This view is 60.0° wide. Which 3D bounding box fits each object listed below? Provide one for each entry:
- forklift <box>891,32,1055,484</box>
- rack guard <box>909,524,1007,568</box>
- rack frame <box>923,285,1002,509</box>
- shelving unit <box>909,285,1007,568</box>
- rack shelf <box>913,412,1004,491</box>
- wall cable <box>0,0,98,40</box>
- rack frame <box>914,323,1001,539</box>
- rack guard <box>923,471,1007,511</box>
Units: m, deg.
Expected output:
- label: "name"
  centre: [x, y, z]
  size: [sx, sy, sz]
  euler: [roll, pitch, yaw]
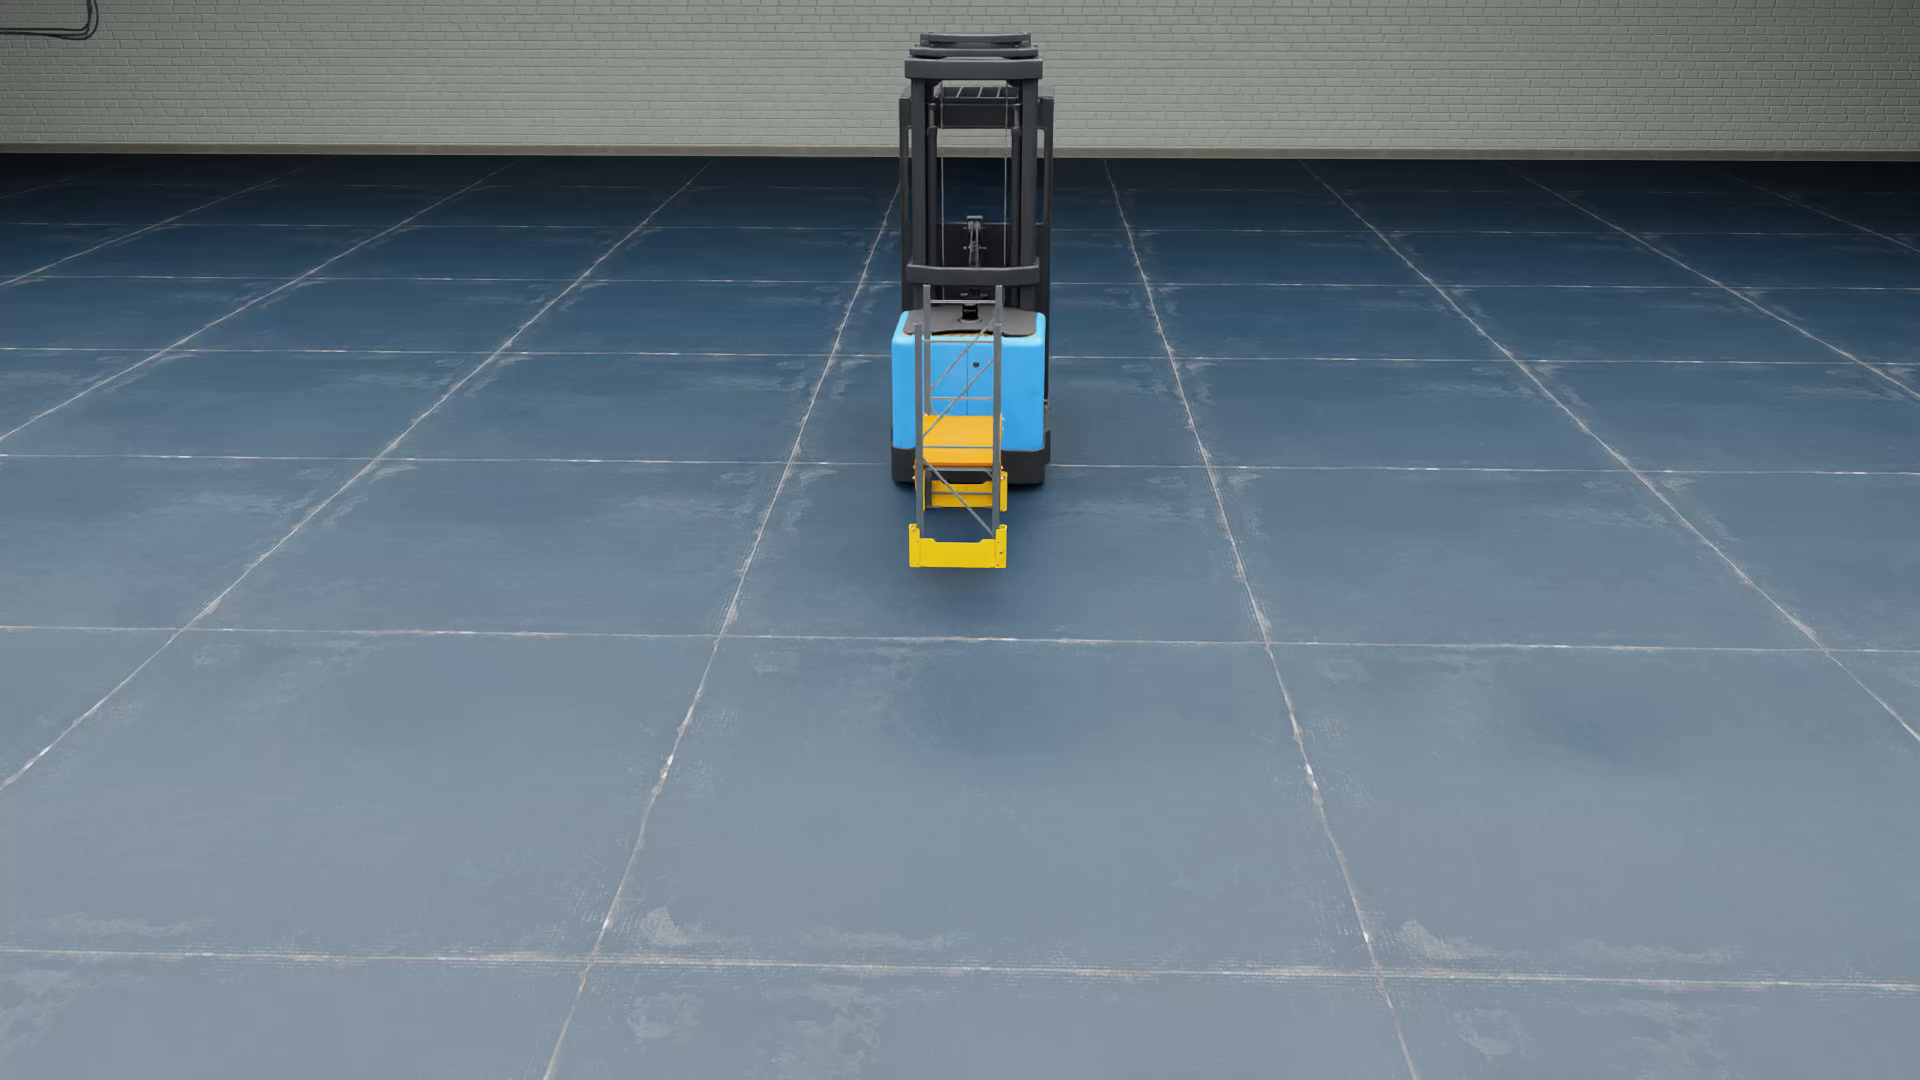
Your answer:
- label: "forklift"
  centre: [0.129, -2.232, 12.230]
  size: [1.130, 2.935, 3.031]
  euler: [1, 21, 3]
- label: "rack guard"
  centre: [-0.013, 0.036, 10.091]
  size: [0.587, 0.250, 0.087]
  euler: [1, 21, 2]
- label: "rack frame"
  centre: [0.018, -0.914, 10.811]
  size: [0.500, 1.500, 0.032]
  euler: [1, 21, 2]
- label: "shelving unit"
  centre: [0.002, -0.727, 10.329]
  size: [0.587, 1.500, 1.083]
  euler: [1, 21, 2]
- label: "rack shelf"
  centre: [0.003, -0.562, 10.402]
  size: [0.538, 0.185, 1.000]
  euler: [1, 21, 2]
- label: "wall cable"
  centre: [-14.763, -8.861, 25.219]
  size: [3.097, 2.526, 0.112]
  euler: [1, 21, 2]
- label: "rack frame"
  centre: [-0.013, -0.546, 9.863]
  size: [0.500, 1.500, 0.032]
  euler: [1, 21, 2]
- label: "rack guard"
  centre: [0.017, -0.324, 11.019]
  size: [0.587, 0.250, 0.087]
  euler: [1, 21, 2]
